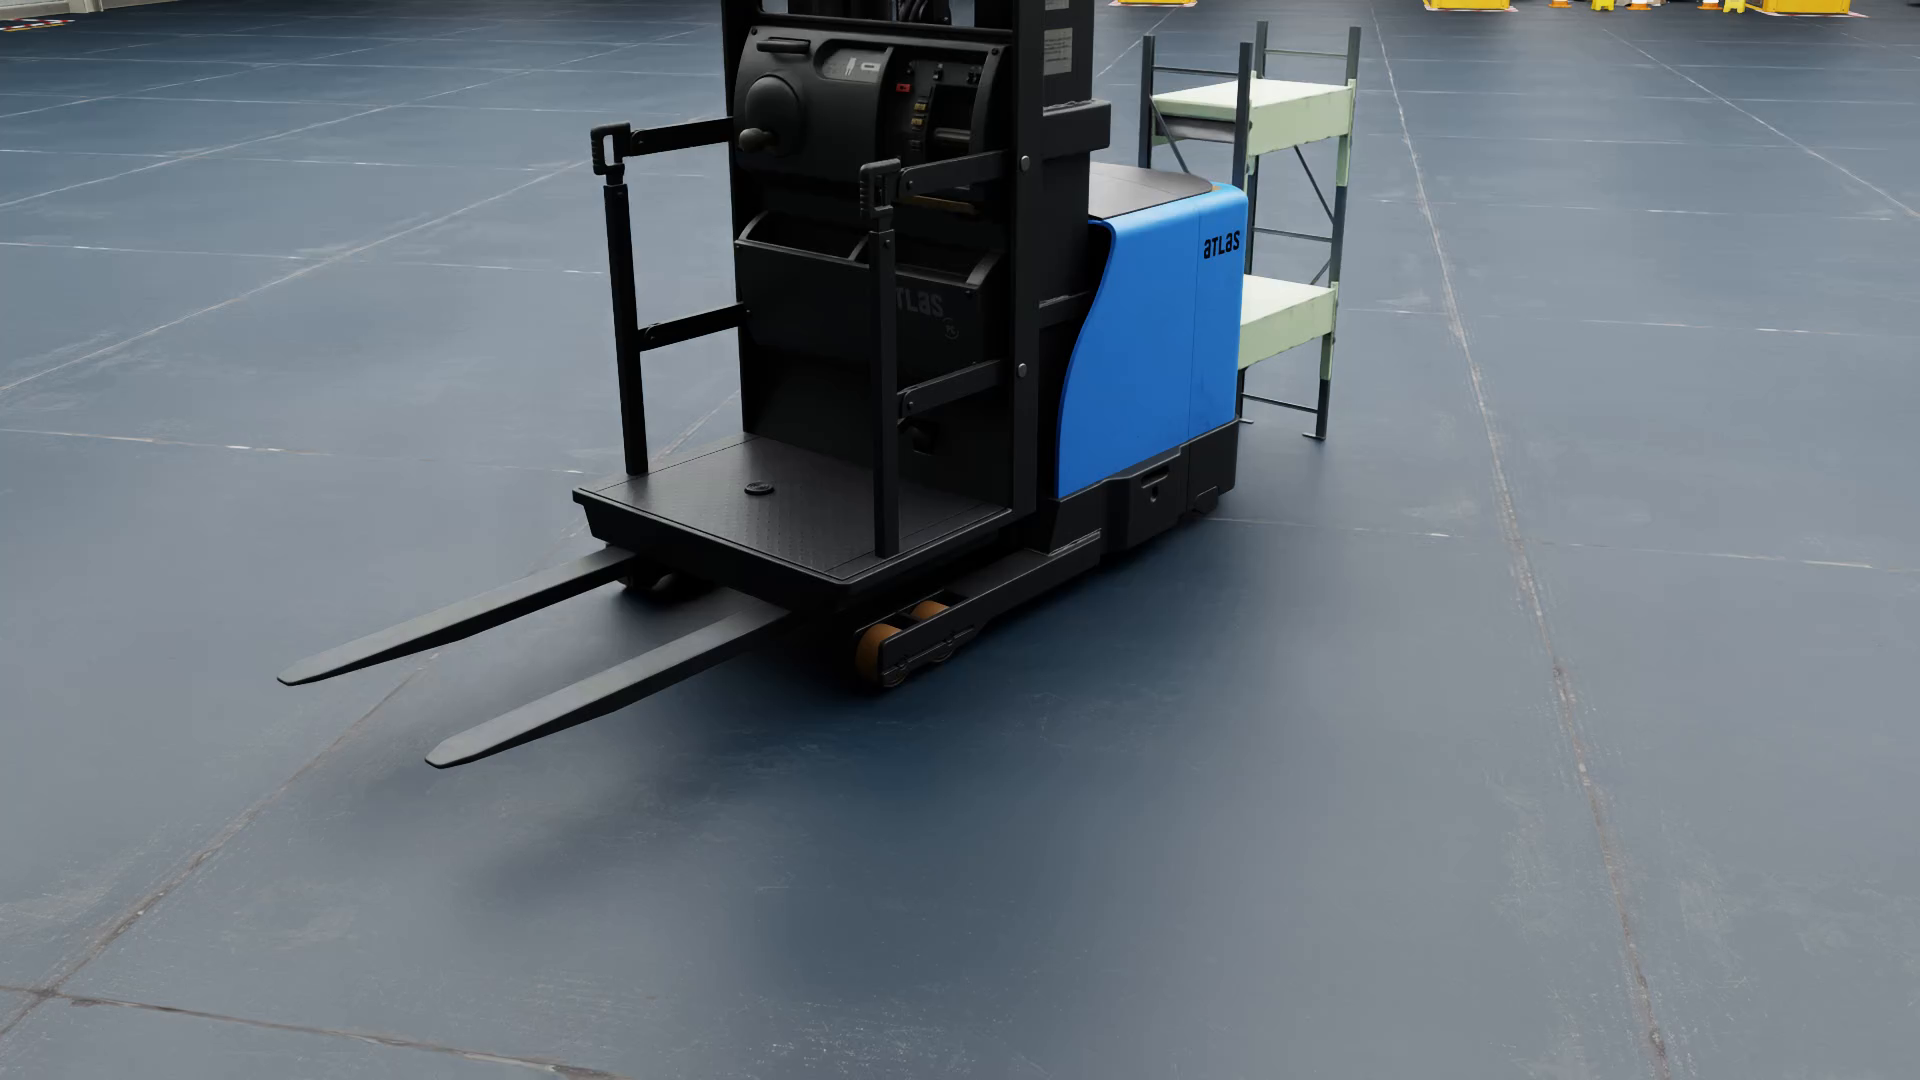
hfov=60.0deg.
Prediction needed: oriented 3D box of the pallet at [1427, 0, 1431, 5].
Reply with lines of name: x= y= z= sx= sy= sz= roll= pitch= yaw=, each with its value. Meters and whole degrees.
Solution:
pallet: x=8.088 y=-8.764 z=26.832 sx=1.003 sy=0.211 sz=1.213 roll=4 pitch=22 yaw=11

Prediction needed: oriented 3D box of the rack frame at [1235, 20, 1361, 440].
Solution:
rack frame: x=1.226 y=-1.123 z=6.133 sx=0.400 sy=1.500 sz=0.023 roll=17 pitch=28 yaw=36

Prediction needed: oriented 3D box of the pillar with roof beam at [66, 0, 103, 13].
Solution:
pillar with roof beam: x=-9.095 y=-11.889 z=22.828 sx=9.100 sy=9.000 sz=0.400 roll=4 pitch=22 yaw=11

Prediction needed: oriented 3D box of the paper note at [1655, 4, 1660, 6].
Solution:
paper note: x=11.112 y=-8.539 z=26.514 sx=0.148 sy=0.019 sz=0.142 roll=-3 pitch=22 yaw=-8

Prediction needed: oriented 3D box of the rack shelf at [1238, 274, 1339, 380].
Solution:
rack shelf: x=0.993 y=-0.715 z=5.993 sx=0.431 sy=0.370 sz=0.720 roll=17 pitch=28 yaw=36

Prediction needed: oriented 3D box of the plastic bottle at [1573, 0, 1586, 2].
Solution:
plastic bottle: x=10.198 y=-8.925 z=27.432 sx=0.133 sy=0.061 sz=0.283 roll=-3 pitch=22 yaw=-8

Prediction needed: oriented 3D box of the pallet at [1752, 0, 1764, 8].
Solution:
pallet: x=13.084 y=-8.447 z=26.046 sx=1.003 sy=0.211 sz=1.213 roll=4 pitch=22 yaw=11

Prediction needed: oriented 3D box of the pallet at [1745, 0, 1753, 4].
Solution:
pallet: x=13.335 y=-8.892 z=27.150 sx=1.003 sy=0.211 sz=1.213 roll=4 pitch=22 yaw=11

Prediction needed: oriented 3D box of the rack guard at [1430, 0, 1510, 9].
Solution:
rack guard: x=7.997 y=-8.591 z=26.015 sx=1.175 sy=0.500 sz=0.348 roll=4 pitch=22 yaw=11

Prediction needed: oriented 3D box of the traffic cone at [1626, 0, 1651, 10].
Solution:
traffic cone: x=10.537 y=-8.458 z=25.735 sx=0.336 sy=0.463 sz=0.334 roll=4 pitch=22 yaw=11

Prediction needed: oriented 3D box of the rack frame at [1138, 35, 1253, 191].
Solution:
rack frame: x=0.760 y=-0.912 z=5.610 sx=0.400 sy=1.500 sz=0.023 roll=17 pitch=28 yaw=36

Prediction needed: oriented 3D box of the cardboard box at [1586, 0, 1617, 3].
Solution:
cardboard box: x=10.748 y=-9.096 z=27.265 sx=0.797 sy=0.503 sz=0.637 roll=-11 pitch=25 yaw=-26

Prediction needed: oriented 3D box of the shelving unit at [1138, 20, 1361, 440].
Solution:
shelving unit: x=0.993 y=-1.017 z=5.872 sx=0.431 sy=1.500 sz=0.755 roll=17 pitch=28 yaw=36

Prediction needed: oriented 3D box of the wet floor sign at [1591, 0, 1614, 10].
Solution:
wet floor sign: x=9.934 y=-8.505 z=25.609 sx=0.267 sy=0.644 sz=0.232 roll=1 pitch=22 yaw=2

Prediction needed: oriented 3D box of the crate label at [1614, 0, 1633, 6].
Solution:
crate label: x=10.637 y=-8.599 z=26.521 sx=0.250 sy=0.136 sz=0.298 roll=-7 pitch=23 yaw=-17

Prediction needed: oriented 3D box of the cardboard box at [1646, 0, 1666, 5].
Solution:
cardboard box: x=11.158 y=-8.729 z=26.829 sx=0.380 sy=0.149 sz=0.250 roll=18 pitch=28 yaw=38

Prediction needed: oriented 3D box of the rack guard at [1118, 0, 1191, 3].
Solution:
rack guard: x=3.182 y=-9.042 z=27.136 sx=1.175 sy=0.500 sz=0.348 roll=4 pitch=22 yaw=11

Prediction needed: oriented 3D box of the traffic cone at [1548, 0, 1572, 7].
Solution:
traffic cone: x=9.500 y=-8.668 z=26.257 sx=0.336 sy=0.463 sz=0.334 roll=4 pitch=22 yaw=11

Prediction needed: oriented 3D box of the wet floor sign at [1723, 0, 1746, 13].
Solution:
wet floor sign: x=11.782 y=-8.339 z=25.194 sx=0.267 sy=0.644 sz=0.232 roll=13 pitch=25 yaw=29

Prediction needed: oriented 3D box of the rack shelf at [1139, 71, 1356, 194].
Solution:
rack shelf: x=0.993 y=-1.379 z=5.726 sx=0.431 sy=0.370 sz=0.720 roll=17 pitch=28 yaw=36

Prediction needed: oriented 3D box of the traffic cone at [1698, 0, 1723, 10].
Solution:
traffic cone: x=11.693 y=-8.497 z=25.833 sx=0.336 sy=0.463 sz=0.334 roll=4 pitch=22 yaw=11

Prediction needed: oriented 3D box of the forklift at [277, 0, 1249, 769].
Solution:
forklift: x=-0.399 y=-1.181 z=4.363 sx=1.130 sy=2.935 sz=3.031 roll=17 pitch=28 yaw=36

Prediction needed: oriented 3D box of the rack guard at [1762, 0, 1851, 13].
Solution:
rack guard: x=12.884 y=-8.287 z=25.261 sx=1.175 sy=0.500 sz=0.348 roll=4 pitch=22 yaw=11
